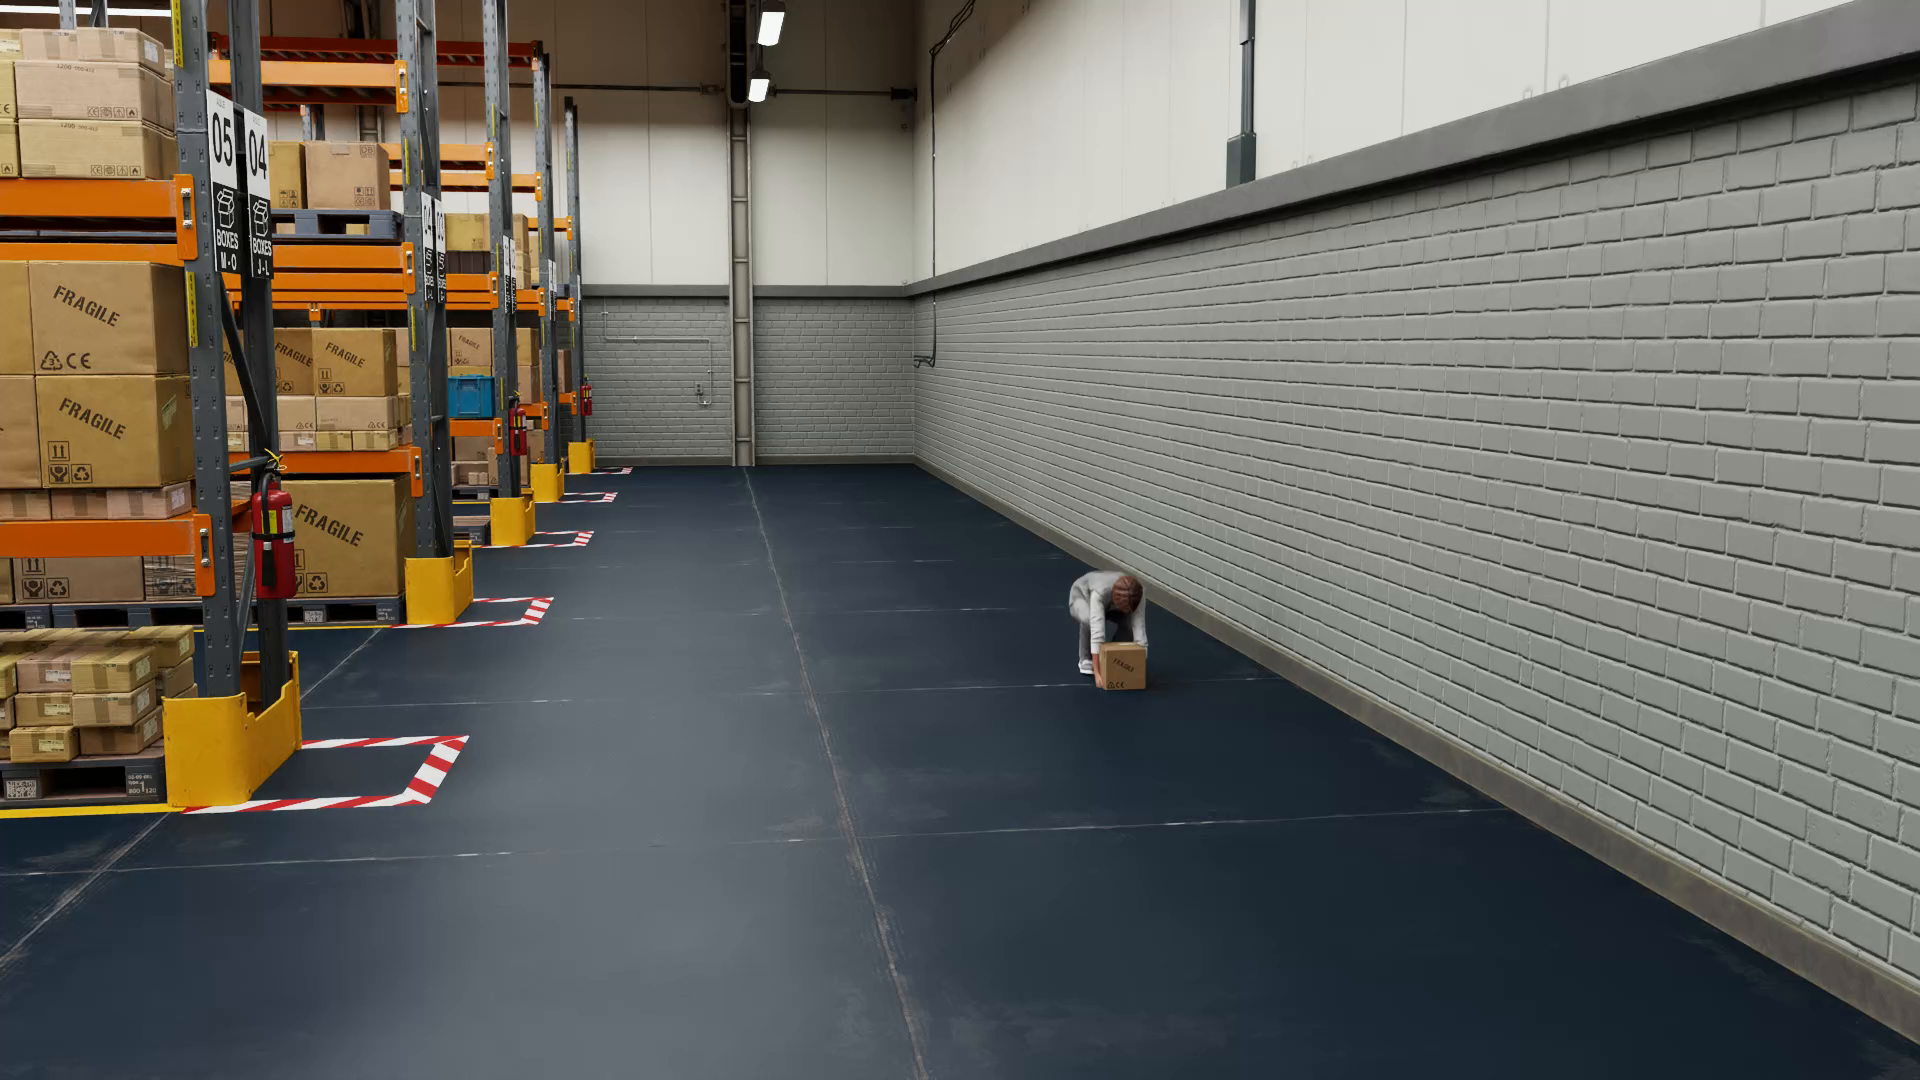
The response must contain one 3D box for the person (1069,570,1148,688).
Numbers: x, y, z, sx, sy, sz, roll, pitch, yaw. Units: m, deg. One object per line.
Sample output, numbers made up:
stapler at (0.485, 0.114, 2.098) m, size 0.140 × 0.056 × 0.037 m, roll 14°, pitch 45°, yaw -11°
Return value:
person at (0.942, 0.534, 10.508) m, size 0.418 × 0.696 × 0.859 m, roll -1°, pitch 7°, yaw -10°
